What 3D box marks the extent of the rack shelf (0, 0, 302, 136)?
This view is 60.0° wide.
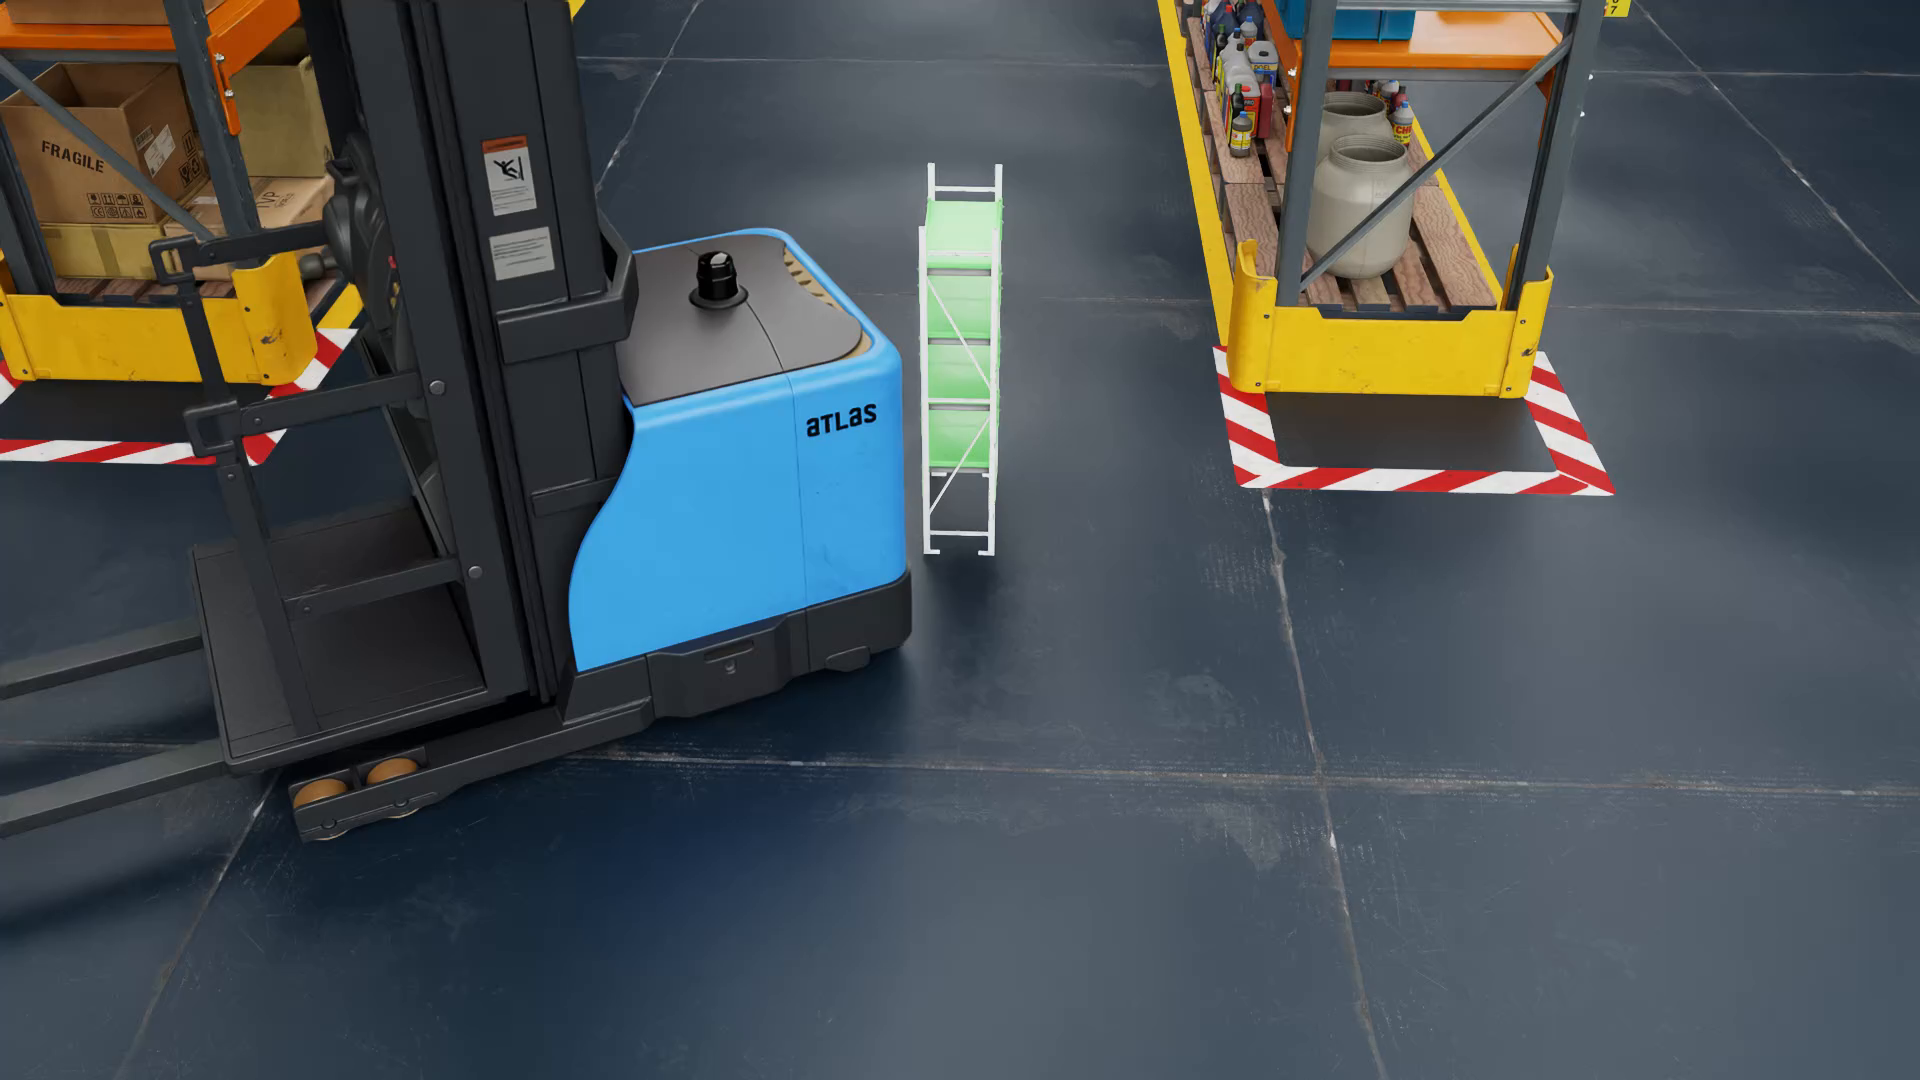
[{"bbox_3d":[-3.155,-2.823,7.784,1.077,0.370,4.000,1,35,2],"label":"rack shelf"}]

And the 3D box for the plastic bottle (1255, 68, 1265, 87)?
[{"bbox_3d":[1.518,-2.294,8.456,0.097,0.201,0.097,0,35,0],"label":"plastic bottle"}]

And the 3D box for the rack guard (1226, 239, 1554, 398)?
[{"bbox_3d":[1.670,-0.874,6.558,1.175,0.500,0.348,1,35,2],"label":"rack guard"}]

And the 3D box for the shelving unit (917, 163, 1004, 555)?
[{"bbox_3d":[0.007,-0.586,5.540,0.258,1.200,0.503,1,35,2],"label":"shelving unit"}]

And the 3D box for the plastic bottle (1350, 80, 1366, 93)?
[{"bbox_3d":[2.105,-2.450,8.613,0.152,0.276,0.135,2,35,3],"label":"plastic bottle"}]

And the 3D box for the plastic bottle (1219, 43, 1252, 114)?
[{"bbox_3d":[1.395,-2.332,8.381,0.144,0.351,0.185,3,35,4],"label":"plastic bottle"}]

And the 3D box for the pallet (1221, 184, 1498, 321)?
[{"bbox_3d":[1.708,-1.222,7.305,1.003,0.211,1.213,1,35,2],"label":"pallet"}]

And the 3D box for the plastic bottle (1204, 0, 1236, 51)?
[{"bbox_3d":[1.438,-2.856,9.191,0.152,0.276,0.135,3,35,4],"label":"plastic bottle"}]

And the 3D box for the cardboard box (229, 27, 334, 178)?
[{"bbox_3d":[-2.973,-1.912,7.236,0.500,0.500,0.500,1,35,2],"label":"cardboard box"}]

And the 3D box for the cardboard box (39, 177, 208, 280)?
[{"bbox_3d":[-3.509,-1.330,7.060,0.500,0.250,0.500,1,35,2],"label":"cardboard box"}]

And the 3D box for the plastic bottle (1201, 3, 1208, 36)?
[{"bbox_3d":[1.420,-2.954,9.395,0.097,0.201,0.097,0,35,0],"label":"plastic bottle"}]

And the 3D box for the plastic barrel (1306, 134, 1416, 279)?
[{"bbox_3d":[1.664,-1.385,6.911,0.421,0.512,0.421,0,35,0],"label":"plastic barrel"}]

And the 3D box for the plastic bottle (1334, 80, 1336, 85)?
[{"bbox_3d":[2.013,-2.534,8.726,0.061,0.283,0.133,1,35,2],"label":"plastic bottle"}]

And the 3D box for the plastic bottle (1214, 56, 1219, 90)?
[{"bbox_3d":[1.385,-2.460,8.693,0.097,0.201,0.097,0,35,0],"label":"plastic bottle"}]

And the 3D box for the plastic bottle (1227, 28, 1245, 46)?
[{"bbox_3d":[1.451,-2.566,8.782,0.097,0.271,0.097,0,35,0],"label":"plastic bottle"}]

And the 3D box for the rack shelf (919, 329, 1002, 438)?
[{"bbox_3d":[0.007,-0.534,5.577,0.258,0.148,0.480,1,35,2],"label":"rack shelf"}]

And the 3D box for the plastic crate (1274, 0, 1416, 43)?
[{"bbox_3d":[1.435,-2.085,6.238,0.499,0.251,0.616,1,35,2],"label":"plastic crate"}]

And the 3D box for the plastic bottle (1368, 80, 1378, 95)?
[{"bbox_3d":[2.124,-2.321,8.434,0.097,0.271,0.097,0,35,0],"label":"plastic bottle"}]

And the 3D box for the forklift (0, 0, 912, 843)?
[{"bbox_3d":[-1.706,-0.722,4.228,3.031,2.935,1.130,-16,38,-21],"label":"forklift"}]

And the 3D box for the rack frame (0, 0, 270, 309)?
[{"bbox_3d":[-3.235,-1.968,5.942,1.000,3.000,0.127,1,35,2],"label":"rack frame"}]

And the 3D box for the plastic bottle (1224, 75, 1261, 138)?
[{"bbox_3d":[1.387,-2.127,8.154,0.152,0.276,0.135,2,35,2],"label":"plastic bottle"}]

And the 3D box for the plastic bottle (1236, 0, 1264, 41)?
[{"bbox_3d":[1.572,-2.788,9.030,0.144,0.351,0.185,1,35,2],"label":"plastic bottle"}]

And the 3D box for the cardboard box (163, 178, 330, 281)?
[{"bbox_3d":[-2.992,-1.318,7.043,0.500,0.250,0.500,1,35,2],"label":"cardboard box"}]

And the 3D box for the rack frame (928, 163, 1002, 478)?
[{"bbox_3d":[0.016,-0.726,5.740,0.240,1.200,0.015,1,35,2],"label":"rack frame"}]

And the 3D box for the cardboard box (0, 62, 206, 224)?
[{"bbox_3d":[-3.511,-1.637,6.844,0.500,0.500,0.500,1,35,2],"label":"cardboard box"}]

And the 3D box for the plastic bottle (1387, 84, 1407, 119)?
[{"bbox_3d":[2.125,-2.084,8.087,0.061,0.283,0.133,2,35,3],"label":"plastic bottle"}]

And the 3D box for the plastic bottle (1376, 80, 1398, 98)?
[{"bbox_3d":[2.116,-2.204,8.268,0.097,0.271,0.097,0,35,0],"label":"plastic bottle"}]

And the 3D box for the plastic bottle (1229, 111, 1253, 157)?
[{"bbox_3d":[1.350,-1.952,7.970,0.097,0.201,0.097,0,35,0],"label":"plastic bottle"}]

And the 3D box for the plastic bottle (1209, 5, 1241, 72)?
[{"bbox_3d":[1.420,-2.683,8.881,0.144,0.351,0.185,0,35,0],"label":"plastic bottle"}]

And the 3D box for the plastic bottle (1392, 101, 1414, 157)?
[{"bbox_3d":[2.098,-1.950,7.906,0.097,0.271,0.097,0,35,0],"label":"plastic bottle"}]

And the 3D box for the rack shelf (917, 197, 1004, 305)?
[{"bbox_3d":[0.007,-0.926,5.301,0.258,0.148,0.480,1,35,2],"label":"rack shelf"}]

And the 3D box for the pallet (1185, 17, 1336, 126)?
[{"bbox_3d":[1.806,-2.624,9.300,1.003,0.211,1.213,1,35,2],"label":"pallet"}]

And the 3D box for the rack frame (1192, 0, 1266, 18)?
[{"bbox_3d":[1.875,-4.150,9.046,1.000,3.000,0.127,1,35,2],"label":"rack frame"}]
